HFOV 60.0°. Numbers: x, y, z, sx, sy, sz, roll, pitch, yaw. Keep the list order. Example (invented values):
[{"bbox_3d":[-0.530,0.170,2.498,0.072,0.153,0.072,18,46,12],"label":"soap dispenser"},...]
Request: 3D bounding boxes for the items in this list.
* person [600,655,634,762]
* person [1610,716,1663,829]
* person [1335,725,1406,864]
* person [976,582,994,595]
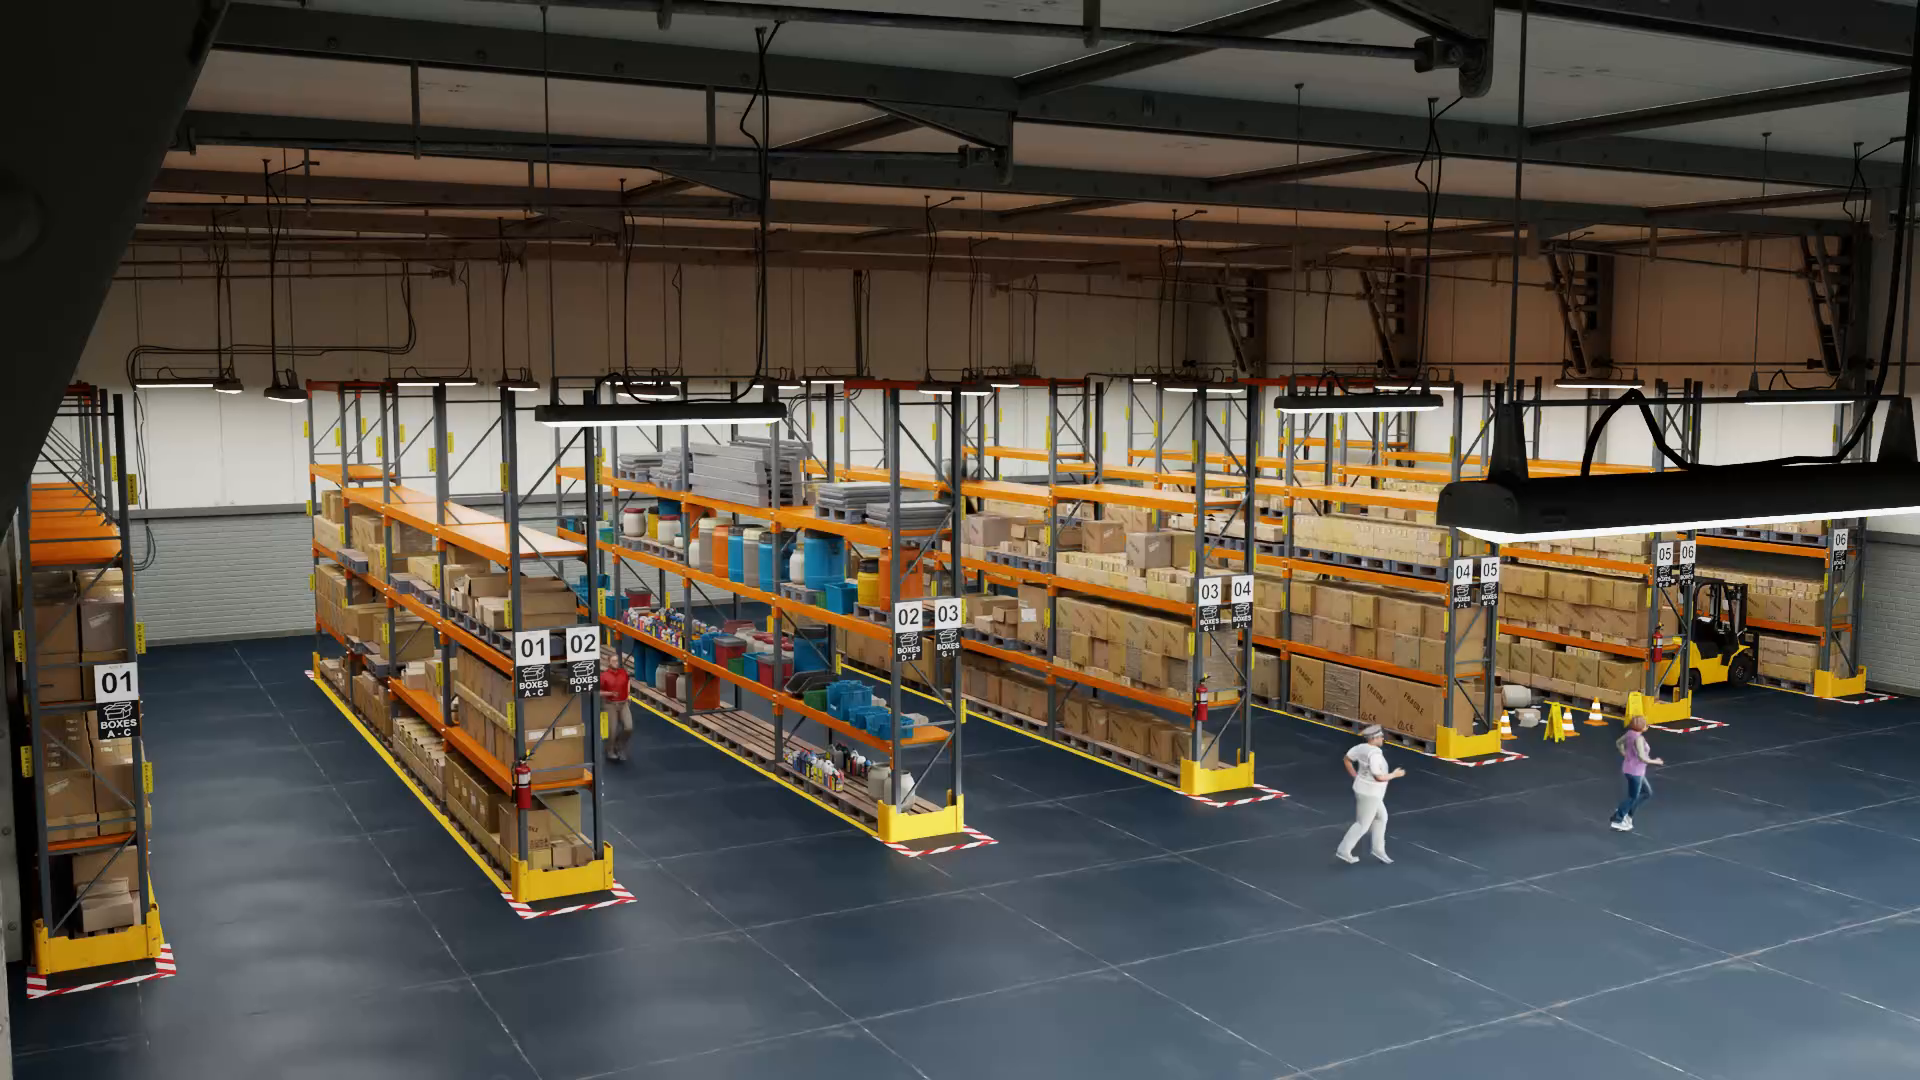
[{"bbox_3d":[-5.432,2.689,26.387,0.644,1.740,0.660,-4,7,-34],"label":"person"},{"bbox_3d":[9.152,3.156,22.492,0.641,1.595,0.569,1,6,10],"label":"person"},{"bbox_3d":[5.156,3.231,20.951,0.866,1.833,0.603,0,6,-1],"label":"person"},{"bbox_3d":[0.607,1.014,42.312,0.981,1.634,0.584,-4,7,-31],"label":"person"}]
